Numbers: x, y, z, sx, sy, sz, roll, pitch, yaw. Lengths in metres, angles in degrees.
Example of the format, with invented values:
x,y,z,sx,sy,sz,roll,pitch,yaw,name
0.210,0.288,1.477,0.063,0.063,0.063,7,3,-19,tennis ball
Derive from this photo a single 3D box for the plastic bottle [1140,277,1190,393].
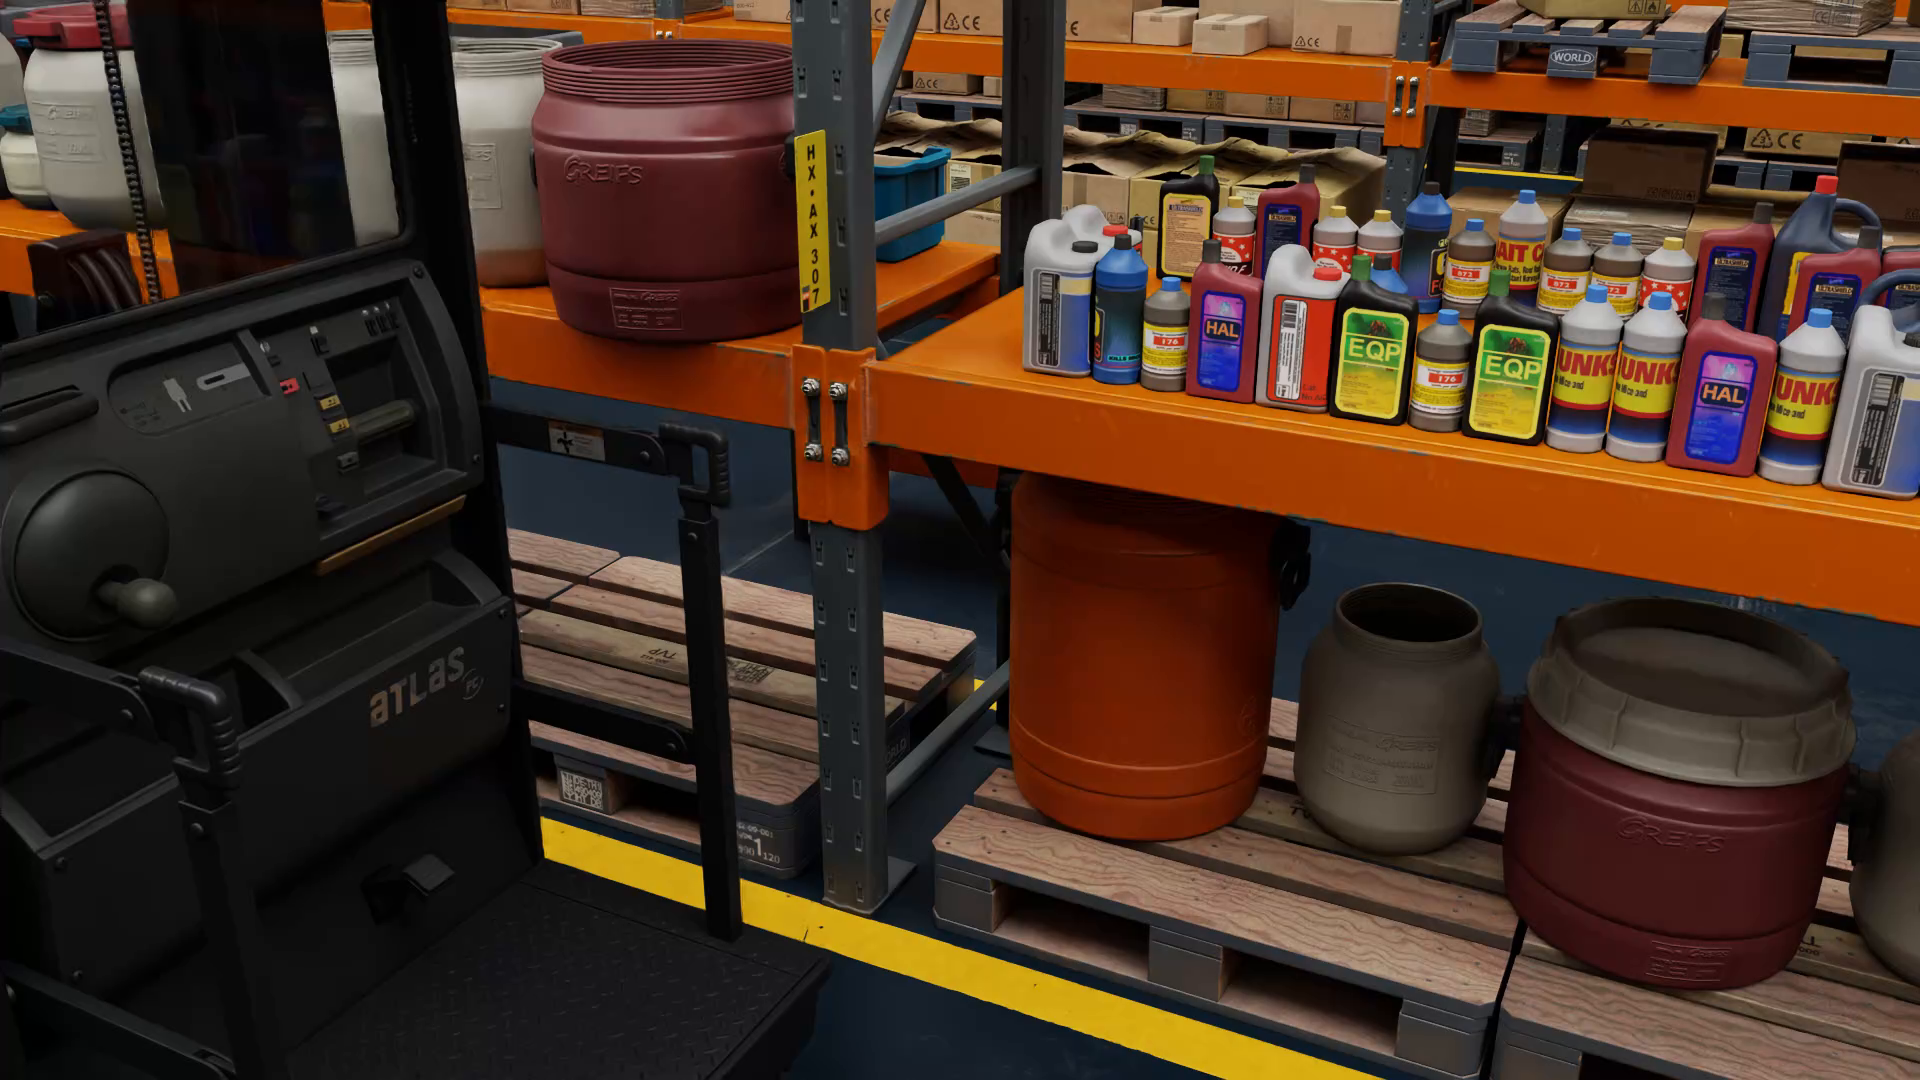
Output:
x,y,z,sx,sy,sz,roll,pitch,yaw,name
0.386,-0.383,3.072,0.097,0.201,0.097,0,23,0,plastic bottle

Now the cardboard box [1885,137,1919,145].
x,y,z,sx,sy,sz,roll,pitch,yaw,name
6.574,-2.894,10.933,0.750,0.750,0.750,12,26,26,cardboard box

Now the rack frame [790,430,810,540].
x,y,z,sx,sy,sz,roll,pitch,yaw,name
-0.448,-0.606,5.738,0.032,1.125,0.500,11,25,25,rack frame

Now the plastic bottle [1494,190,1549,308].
x,y,z,sx,sy,sz,roll,pitch,yaw,name
1.169,-0.593,3.477,0.097,0.271,0.097,0,23,0,plastic bottle

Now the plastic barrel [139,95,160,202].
x,y,z,sx,sy,sz,roll,pitch,yaw,name
-1.806,-1.029,4.162,0.433,0.535,0.433,0,23,0,plastic barrel

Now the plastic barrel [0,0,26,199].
x,y,z,sx,sy,sz,roll,pitch,yaw,name
-2.847,-1.235,4.647,0.433,0.535,0.433,0,23,0,plastic barrel

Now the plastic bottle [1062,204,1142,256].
x,y,z,sx,sy,sz,roll,pitch,yaw,name
0.277,-0.518,3.294,0.135,0.276,0.152,11,25,25,plastic bottle

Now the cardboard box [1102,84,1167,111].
x,y,z,sx,sy,sz,roll,pitch,yaw,name
1.532,-3.806,13.498,0.500,0.500,0.700,12,26,26,cardboard box

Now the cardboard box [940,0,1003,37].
x,y,z,sx,sy,sz,roll,pitch,yaw,name
0.231,-2.870,8.538,0.500,0.500,0.500,11,25,25,cardboard box

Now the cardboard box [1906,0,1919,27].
x,y,z,sx,sy,sz,roll,pitch,yaw,name
4.171,-2.264,6.576,0.500,0.500,0.700,5,24,11,cardboard box

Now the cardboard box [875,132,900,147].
x,y,z,sx,sy,sz,roll,pitch,yaw,name
-0.663,-2.083,9.075,0.500,0.311,0.500,11,25,24,cardboard box

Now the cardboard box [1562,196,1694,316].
x,y,z,sx,sy,sz,roll,pitch,yaw,name
2.953,-1.222,7.423,0.500,0.500,0.500,10,25,23,cardboard box

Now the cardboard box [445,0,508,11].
x,y,z,sx,sy,sz,roll,pitch,yaw,name
-2.682,-3.450,9.902,0.500,0.500,0.700,12,26,25,cardboard box

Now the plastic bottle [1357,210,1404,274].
x,y,z,sx,sy,sz,roll,pitch,yaw,name
0.909,-0.613,3.612,0.097,0.201,0.097,0,23,0,plastic bottle

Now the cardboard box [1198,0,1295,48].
x,y,z,sx,sy,sz,roll,pitch,yaw,name
1.495,-2.625,8.204,0.500,0.311,0.500,11,25,24,cardboard box

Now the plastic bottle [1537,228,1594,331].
x,y,z,sx,sy,sz,roll,pitch,yaw,name
1.256,-0.544,3.450,0.097,0.201,0.097,0,23,0,plastic bottle

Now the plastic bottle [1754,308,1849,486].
x,y,z,sx,sy,sz,roll,pitch,yaw,name
1.330,-0.229,2.620,0.097,0.271,0.097,0,23,0,plastic bottle

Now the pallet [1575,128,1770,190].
x,y,z,sx,sy,sz,roll,pitch,yaw,name
5.107,-2.723,11.882,1.213,0.211,1.003,11,25,25,pallet

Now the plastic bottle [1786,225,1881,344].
x,y,z,sx,sy,sz,roll,pitch,yaw,name
1.641,-0.450,3.125,0.133,0.283,0.061,11,25,25,plastic bottle

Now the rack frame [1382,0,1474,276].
x,y,z,sx,sy,sz,roll,pitch,yaw,name
2.206,-2.441,7.656,0.127,3.000,1.000,11,25,25,rack frame

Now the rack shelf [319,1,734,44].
x,y,z,sx,sy,sz,roll,pitch,yaw,name
-3.149,-3.169,10.288,4.000,0.370,1.077,11,25,25,rack shelf

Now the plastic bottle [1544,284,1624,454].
x,y,z,sx,sy,sz,roll,pitch,yaw,name
1.037,-0.287,2.756,0.097,0.271,0.097,0,23,0,plastic bottle

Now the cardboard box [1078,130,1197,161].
x,y,z,sx,sy,sz,roll,pitch,yaw,name
0.944,-2.002,8.886,0.500,0.311,0.500,10,25,23,cardboard box

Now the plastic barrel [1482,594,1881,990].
x,y,z,sx,sy,sz,roll,pitch,yaw,name
1.420,0.485,3.321,0.708,0.588,0.600,11,25,25,plastic barrel

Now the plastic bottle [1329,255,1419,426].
x,y,z,sx,sy,sz,roll,pitch,yaw,name
0.720,-0.347,2.882,0.133,0.283,0.061,11,25,25,plastic bottle

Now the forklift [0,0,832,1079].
x,y,z,sx,sy,sz,roll,pitch,yaw,name
-0.899,-0.156,2.371,3.031,2.935,1.130,11,26,25,forklift

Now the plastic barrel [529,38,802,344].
x,y,z,sx,sy,sz,roll,pitch,yaw,name
-0.583,-0.750,3.507,0.708,0.536,0.600,11,25,25,plastic barrel

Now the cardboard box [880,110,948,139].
x,y,z,sx,sy,sz,roll,pitch,yaw,name
-0.406,-2.272,9.520,0.500,0.311,0.500,12,26,26,cardboard box

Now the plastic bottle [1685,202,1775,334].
x,y,z,sx,sy,sz,roll,pitch,yaw,name
1.541,-0.533,3.320,0.133,0.283,0.061,11,25,25,plastic bottle

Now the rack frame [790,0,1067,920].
x,y,z,sx,sy,sz,roll,pitch,yaw,name
-0.032,-0.711,3.590,0.127,3.000,1.000,11,25,25,rack frame

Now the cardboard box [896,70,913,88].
x,y,z,sx,sy,sz,roll,pitch,yaw,name
-0.550,-4.058,14.539,0.250,0.149,0.380,9,25,20,cardboard box

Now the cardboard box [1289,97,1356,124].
x,y,z,sx,sy,sz,roll,pitch,yaw,name
2.908,-3.542,12.878,0.500,0.500,0.700,11,25,24,cardboard box

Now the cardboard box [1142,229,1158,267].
x,y,z,sx,sy,sz,roll,pitch,yaw,name
1.165,-1.466,8.341,0.500,0.250,0.500,11,25,24,cardboard box

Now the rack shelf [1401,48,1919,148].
x,y,z,sx,sy,sz,roll,pitch,yaw,name
3.991,-1.756,6.967,4.000,0.370,1.077,11,25,25,rack shelf

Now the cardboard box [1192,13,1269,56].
x,y,z,sx,sy,sz,roll,pitch,yaw,name
1.279,-2.387,7.852,0.250,0.149,0.380,11,25,25,cardboard box

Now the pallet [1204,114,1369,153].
x,y,z,sx,sy,sz,roll,pitch,yaw,name
2.656,-3.243,13.105,1.213,0.211,1.003,11,25,25,pallet

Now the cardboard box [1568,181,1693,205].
x,y,z,sx,sy,sz,roll,pitch,yaw,name
3.146,-1.410,7.864,0.500,0.500,0.500,12,26,27,cardboard box

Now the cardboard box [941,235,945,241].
x,y,z,sx,sy,sz,roll,pitch,yaw,name
-0.197,-1.736,8.976,0.500,0.250,0.500,10,25,23,cardboard box

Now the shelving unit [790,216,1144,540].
x,y,z,sx,sy,sz,roll,pitch,yaw,name
0.006,-0.516,5.527,1.048,1.125,0.538,11,25,25,shelving unit

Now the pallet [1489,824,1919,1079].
x,y,z,sx,sy,sz,roll,pitch,yaw,name
1.775,0.912,3.335,1.213,0.211,1.003,11,25,25,pallet

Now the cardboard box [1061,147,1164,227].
x,y,z,sx,sy,sz,roll,pitch,yaw,name
0.711,-1.813,8.440,0.500,0.311,0.500,11,25,24,cardboard box

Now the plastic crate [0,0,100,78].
x,y,z,sx,sy,sz,roll,pitch,yaw,name
-3.032,-1.468,5.288,0.583,0.464,0.402,11,25,25,plastic crate

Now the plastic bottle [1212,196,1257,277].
x,y,z,sx,sy,sz,roll,pitch,yaw,name
0.616,-0.671,3.748,0.097,0.201,0.097,0,23,0,plastic bottle

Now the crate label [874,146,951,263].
x,y,z,sx,sy,sz,roll,pitch,yaw,name
-0.239,-0.840,4.105,0.416,0.233,0.303,11,25,25,crate label

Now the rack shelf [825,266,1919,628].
x,y,z,sx,sy,sz,roll,pitch,yaw,name
1.752,-0.027,2.900,4.000,0.370,1.077,11,25,25,rack shelf

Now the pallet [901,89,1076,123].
x,y,z,sx,sy,sz,roll,pitch,yaw,name
0.253,-3.701,14.182,1.213,0.211,1.003,11,25,25,pallet

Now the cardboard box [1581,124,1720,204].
x,y,z,sx,sy,sz,roll,pitch,yaw,name
3.199,-1.746,7.697,0.500,0.250,0.500,12,26,27,cardboard box
